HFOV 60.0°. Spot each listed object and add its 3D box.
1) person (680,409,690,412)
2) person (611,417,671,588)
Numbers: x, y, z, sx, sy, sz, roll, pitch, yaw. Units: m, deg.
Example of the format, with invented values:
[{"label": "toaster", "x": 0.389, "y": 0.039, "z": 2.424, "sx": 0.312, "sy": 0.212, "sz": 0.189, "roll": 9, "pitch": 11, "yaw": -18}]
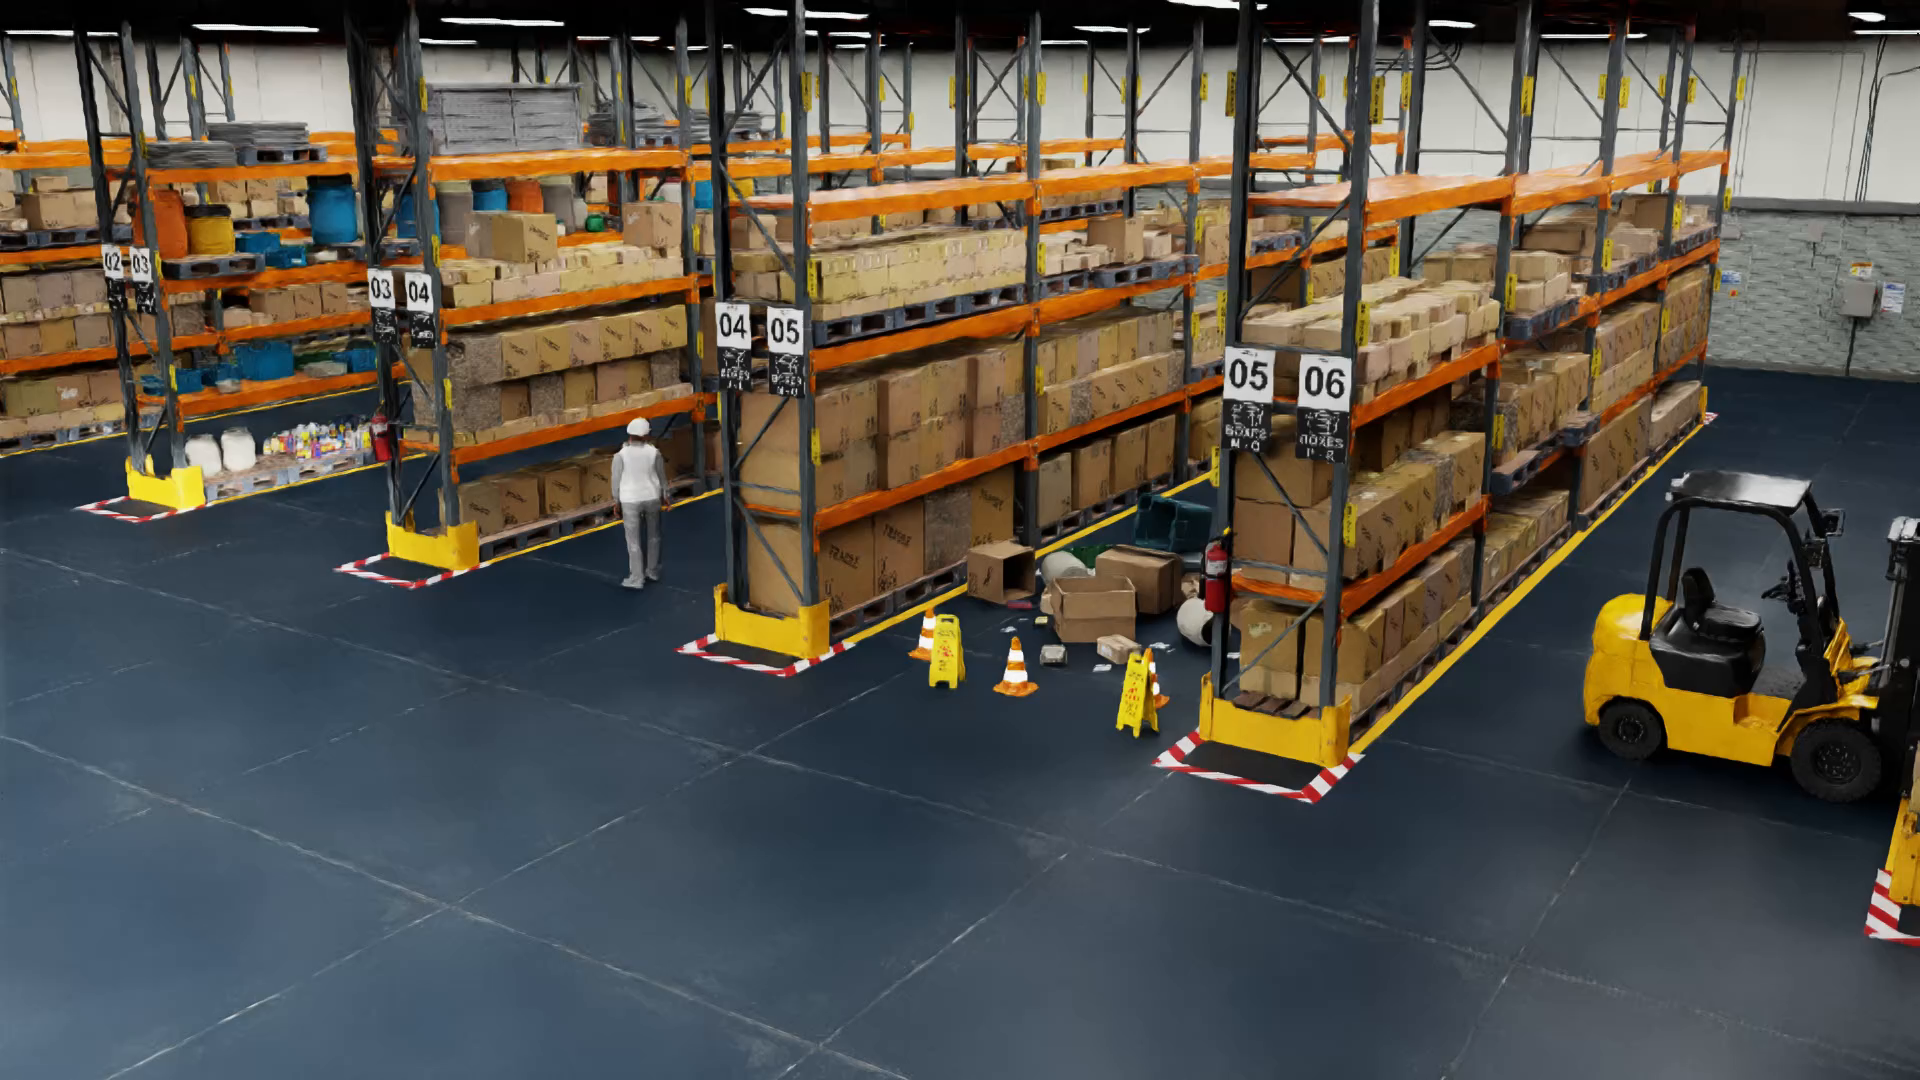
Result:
[{"label": "person", "x": -4.562, "y": -2.856, "z": 26.321, "sx": 0.719, "sy": 1.714, "sz": 0.572, "roll": 9, "pitch": 18, "yaw": 29}, {"label": "person", "x": -3.333, "y": -0.416, "z": 17.376, "sx": 0.614, "sy": 1.772, "sz": 0.555, "roll": -8, "pitch": 17, "yaw": -26}]
